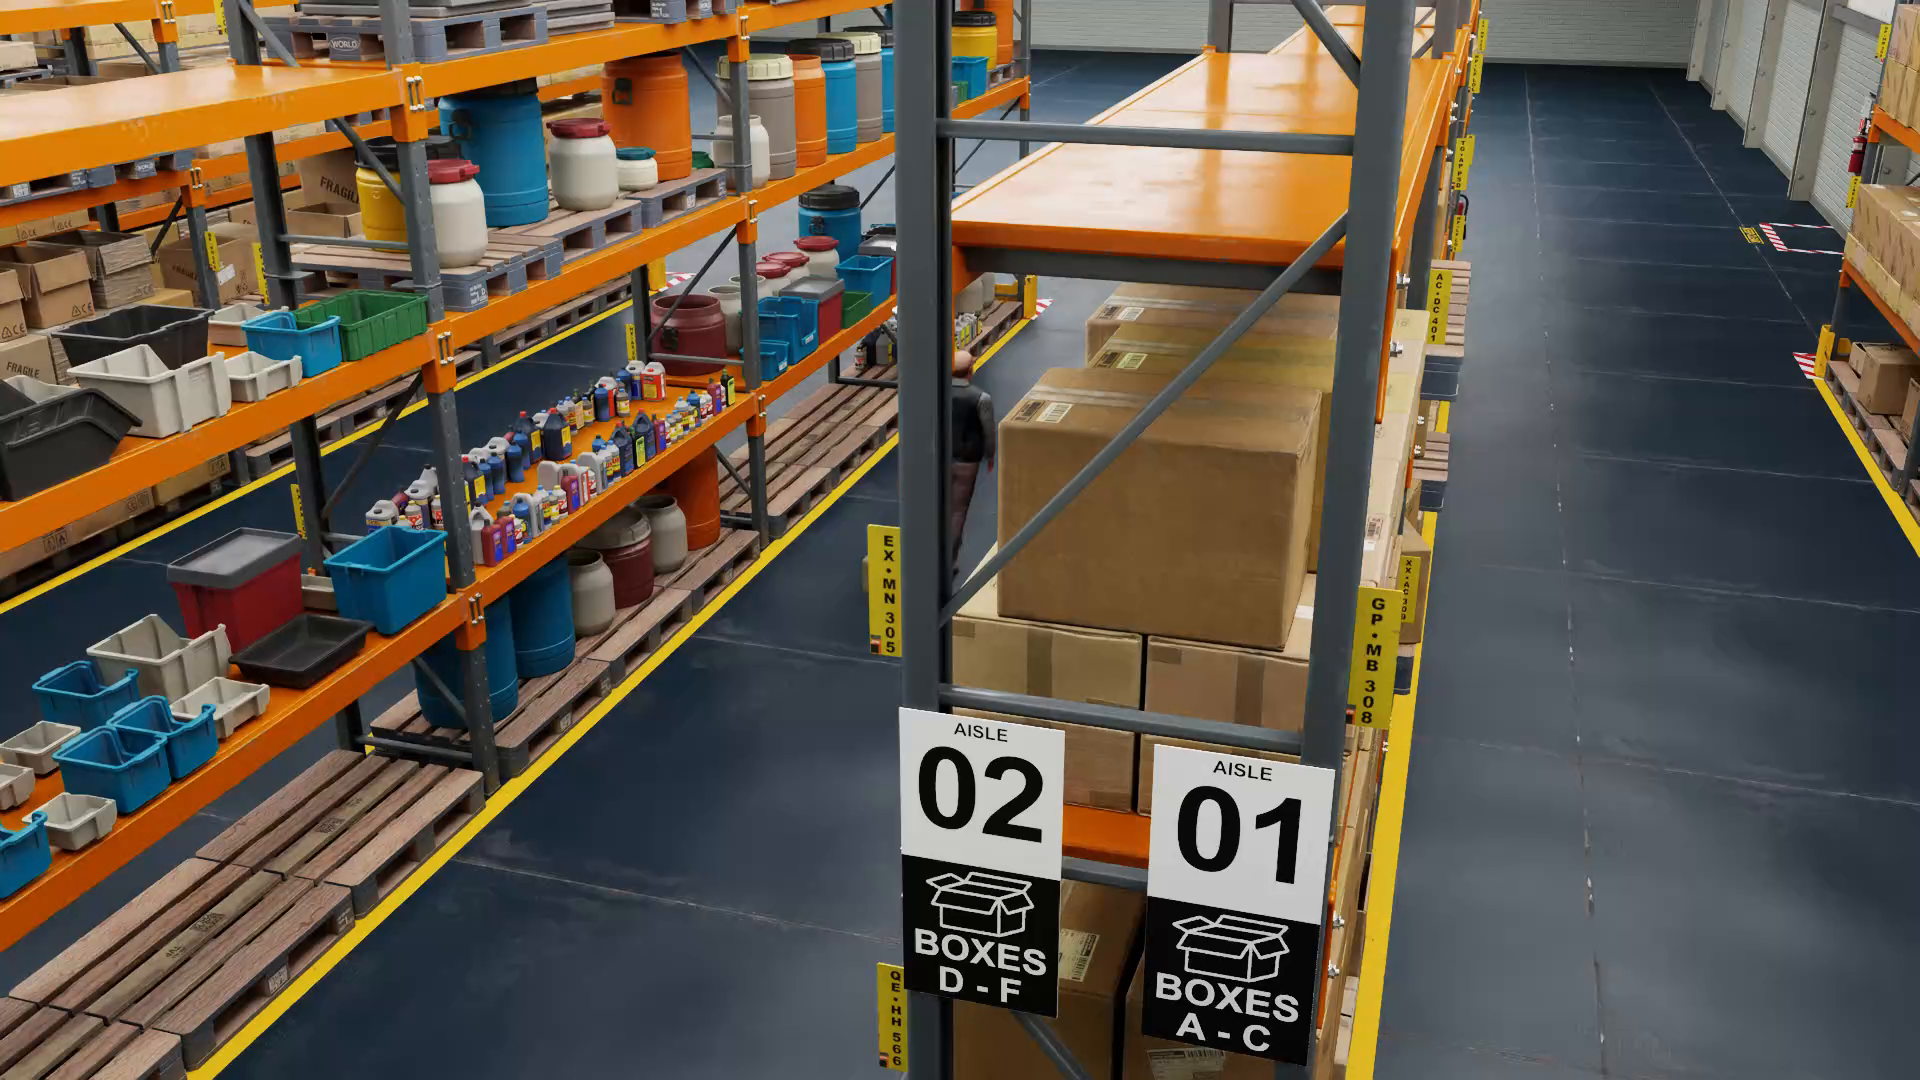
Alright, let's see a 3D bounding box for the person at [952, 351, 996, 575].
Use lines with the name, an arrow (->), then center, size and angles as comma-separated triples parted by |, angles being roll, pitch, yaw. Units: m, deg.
person -> -0.004, -0.619, 12.637 | 0.567, 1.665, 0.971 | 8, 23, 19
